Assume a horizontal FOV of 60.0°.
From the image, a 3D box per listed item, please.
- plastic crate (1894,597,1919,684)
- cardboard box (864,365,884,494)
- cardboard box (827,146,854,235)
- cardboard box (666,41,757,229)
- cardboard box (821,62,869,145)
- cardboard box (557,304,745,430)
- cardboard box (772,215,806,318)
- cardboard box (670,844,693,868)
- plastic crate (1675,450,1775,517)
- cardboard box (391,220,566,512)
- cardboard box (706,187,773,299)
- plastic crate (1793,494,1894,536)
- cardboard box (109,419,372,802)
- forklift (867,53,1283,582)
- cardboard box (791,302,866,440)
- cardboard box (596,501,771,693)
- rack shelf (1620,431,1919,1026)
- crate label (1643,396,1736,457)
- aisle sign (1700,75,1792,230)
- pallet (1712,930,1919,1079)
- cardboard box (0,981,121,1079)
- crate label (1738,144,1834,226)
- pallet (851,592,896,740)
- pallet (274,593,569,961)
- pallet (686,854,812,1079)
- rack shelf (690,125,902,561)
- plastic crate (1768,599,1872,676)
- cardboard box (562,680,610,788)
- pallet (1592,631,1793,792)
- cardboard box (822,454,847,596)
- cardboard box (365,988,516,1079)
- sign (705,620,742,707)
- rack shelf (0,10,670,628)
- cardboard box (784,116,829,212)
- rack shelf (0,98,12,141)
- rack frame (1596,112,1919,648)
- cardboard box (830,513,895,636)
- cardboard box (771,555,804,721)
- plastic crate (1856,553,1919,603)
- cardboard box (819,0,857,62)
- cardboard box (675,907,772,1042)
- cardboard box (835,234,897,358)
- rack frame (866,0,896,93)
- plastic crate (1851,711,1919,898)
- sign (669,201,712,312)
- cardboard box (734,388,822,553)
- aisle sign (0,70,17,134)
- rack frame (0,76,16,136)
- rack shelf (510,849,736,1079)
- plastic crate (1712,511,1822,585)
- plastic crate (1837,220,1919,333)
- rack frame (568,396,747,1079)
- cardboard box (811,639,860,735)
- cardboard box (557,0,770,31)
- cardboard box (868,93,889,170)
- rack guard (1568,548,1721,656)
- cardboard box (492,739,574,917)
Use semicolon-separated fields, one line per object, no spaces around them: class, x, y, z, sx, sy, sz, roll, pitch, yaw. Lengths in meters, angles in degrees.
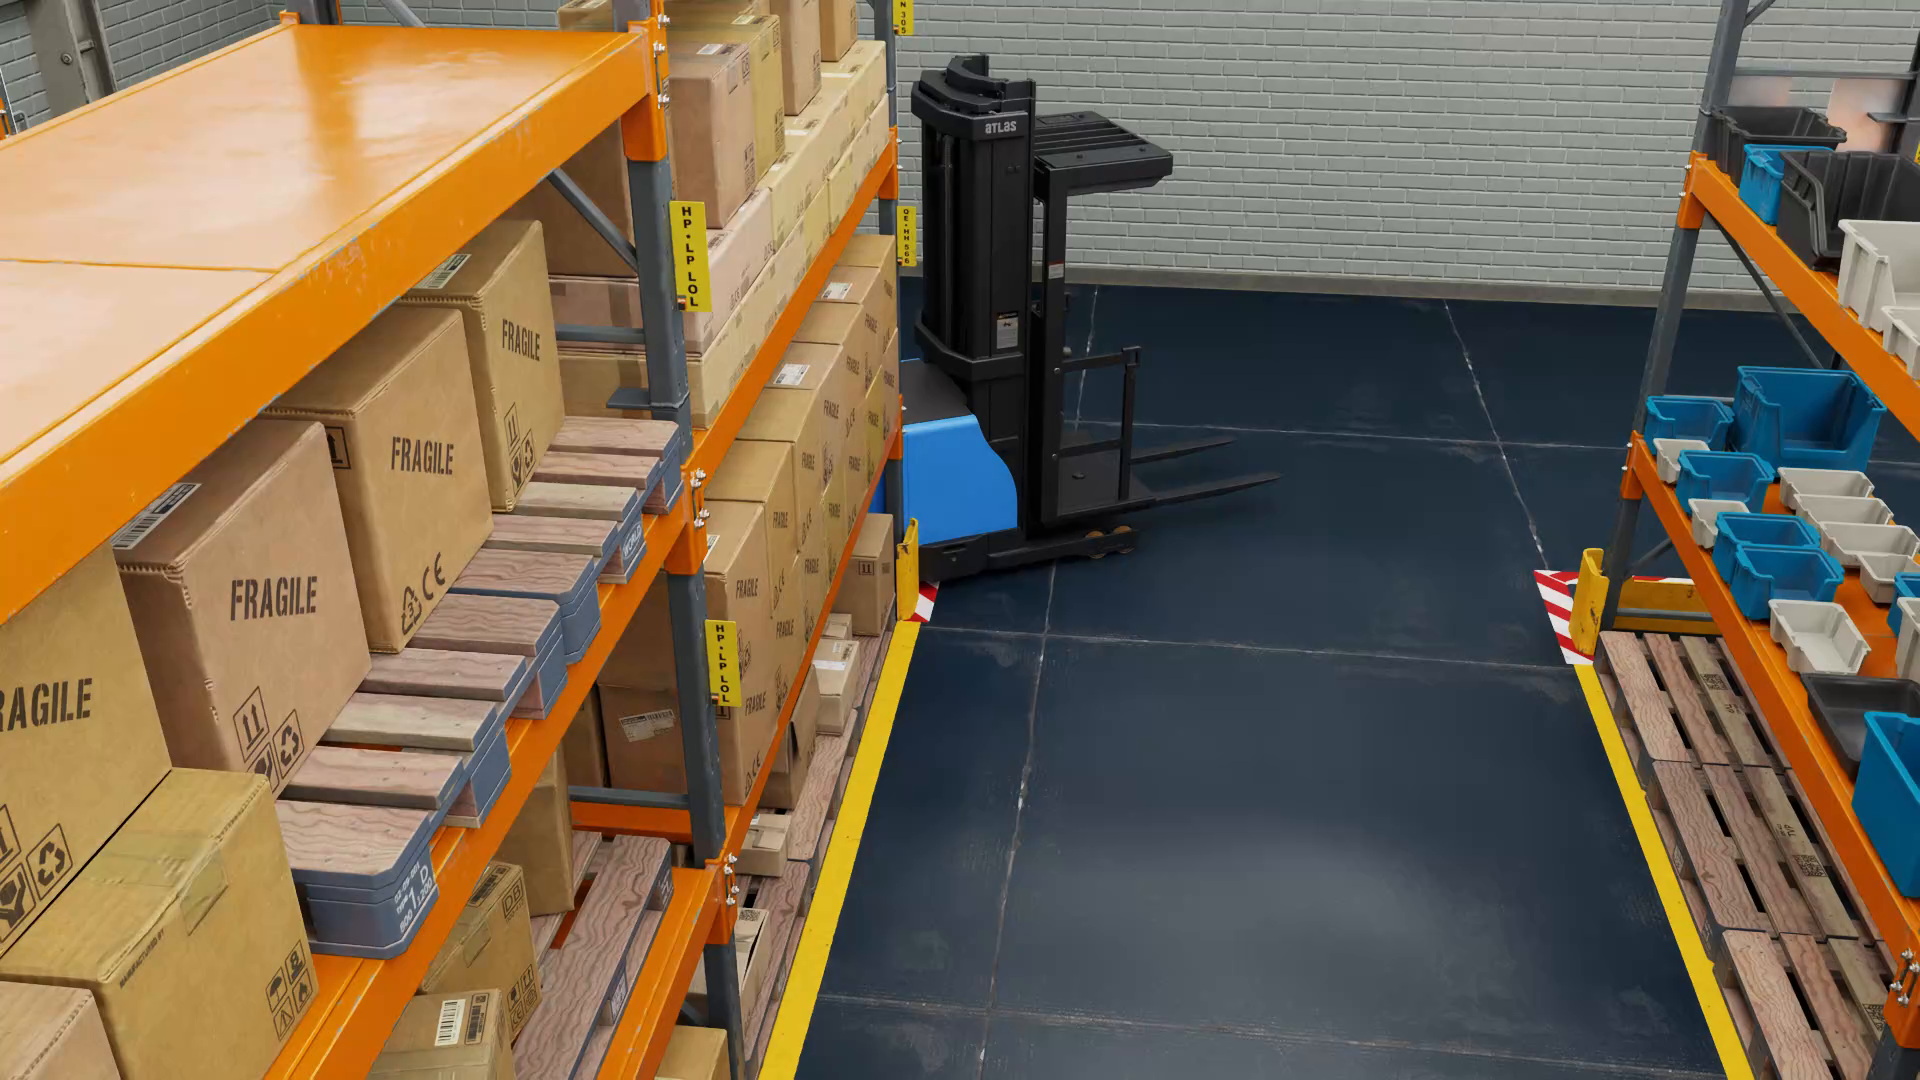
plastic crate;3.965;0.490;6.532;0.437;0.282;0.530;3;28;6
cardboard box;-0.675;-0.573;8.338;0.500;0.500;0.500;4;29;7
cardboard box;-0.752;-1.527;7.209;0.500;0.250;0.500;3;28;6
cardboard box;-1.097;-1.381;5.620;0.700;0.500;0.500;3;28;6
cardboard box;-0.701;-1.983;7.529;0.500;0.250;0.500;3;28;6
cardboard box;-1.015;-0.587;5.464;0.500;0.250;0.500;3;28;6
cardboard box;-0.888;-1.057;6.337;0.500;0.250;0.500;3;28;6
cardboard box;-1.440;1.235;7.459;0.500;0.311;0.500;3;28;6
plastic crate;3.647;-0.257;7.969;0.416;0.233;0.300;3;28;6
cardboard box;-1.455;-0.478;4.451;0.600;0.600;0.600;1;28;1
cardboard box;-0.955;-1.042;5.782;0.500;0.250;0.500;3;28;6
plastic crate;4.115;-0.091;7.763;0.396;0.136;0.243;3;28;6
cardboard box;-1.616;0.150;3.285;0.600;0.600;0.600;2;28;4
forklift;0.581;-1.398;10.046;3.031;2.935;1.130;-10;30;-19
cardboard box;-0.732;-0.777;7.662;0.500;0.500;0.500;4;29;8
cardboard box;-0.984;0.193;5.862;0.500;0.500;0.500;4;29;8
rack shelf;3.840;0.547;7.122;1.077;0.370;4.000;3;28;6
crate label;3.728;-0.566;8.544;0.416;0.233;0.303;3;28;6
aisle sign;3.799;-1.906;8.177;0.394;0.787;0.004;3;28;6
pallet;3.647;2.051;6.512;1.003;0.211;1.213;3;28;6
cardboard box;-1.728;0.953;2.342;0.910;0.500;0.500;3;28;6
crate label;3.651;-1.550;7.251;0.408;0.251;0.502;3;28;6
pallet;-0.937;0.638;9.135;1.003;0.211;1.213;3;28;6
pallet;-1.594;0.436;3.606;1.213;0.211;1.003;3;28;6
pallet;-1.236;1.787;7.003;1.003;0.211;1.213;3;28;6
rack shelf;-1.076;-1.063;6.948;1.077;0.370;4.000;3;28;6
plastic crate;3.510;0.425;6.806;0.293;0.136;0.466;3;28;6
cardboard box;-1.514;0.588;6.182;0.500;0.500;0.500;4;29;7
pallet;3.945;0.903;8.644;1.003;0.211;1.213;3;28;6
cardboard box;-0.804;-0.102;7.463;0.500;0.500;0.500;3;28;5
cardboard box;-1.476;1.489;4.068;0.700;0.500;0.500;-4;29;-7
sign;-0.769;0.403;5.410;0.100;0.325;0.005;3;28;6
rack shelf;-1.566;-0.324;2.837;1.077;0.370;4.000;3;28;6
cardboard box;-0.821;-1.512;6.655;0.500;0.250;0.500;3;28;6
rack shelf;-5.992;-1.349;7.479;1.077;0.370;4.000;3;28;6
rack frame;4.085;-0.711;8.699;1.000;3.000;0.127;3;28;6
cardboard box;-0.653;0.177;9.223;0.500;0.500;0.500;3;28;6
cardboard box;-0.928;0.373;6.581;0.500;0.500;0.500;4;29;7
plastic crate;4.087;0.182;7.257;0.298;0.136;0.250;3;28;6
cardboard box;-0.877;-2.562;7.814;0.700;0.500;0.500;3;28;6
cardboard box;-1.055;1.687;6.618;0.500;0.311;0.500;3;28;6
cardboard box;-0.612;-1.259;8.557;0.500;0.500;0.500;3;28;6
rack frame;-0.831;-3.642;7.814;1.000;3.000;0.127;3;28;6
plastic crate;3.314;0.913;5.638;0.392;0.384;0.575;3;28;6
sign;-0.769;-0.809;4.757;0.100;0.325;0.005;3;28;6
cardboard box;-0.857;-0.292;6.762;0.500;0.500;0.500;3;28;5
aisle sign;-5.441;-2.447;9.181;0.394;0.787;0.004;3;28;6
rack frame;-5.747;-1.287;9.768;1.000;3.000;0.127;3;28;6
rack shelf;-1.566;2.141;4.165;1.077;0.370;4.000;3;28;6
plastic crate;3.567;0.053;7.394;0.416;0.233;0.300;3;28;6
plastic crate;3.507;-0.954;6.112;0.437;0.282;0.530;3;28;6
rack frame;-1.321;0.882;5.742;1.000;3.000;0.127;3;28;6
cardboard box;-0.799;0.732;8.456;0.500;0.250;0.500;3;28;6
cardboard box;-1.131;-1.860;6.511;0.700;0.500;0.500;3;28;6
cardboard box;-0.632;-1.998;8.083;0.500;0.250;0.500;3;28;6
rack guard;4.075;0.378;9.314;1.175;0.500;0.348;3;28;6
cardboard box;-1.601;0.864;5.228;0.700;0.500;0.500;-6;29;-11
